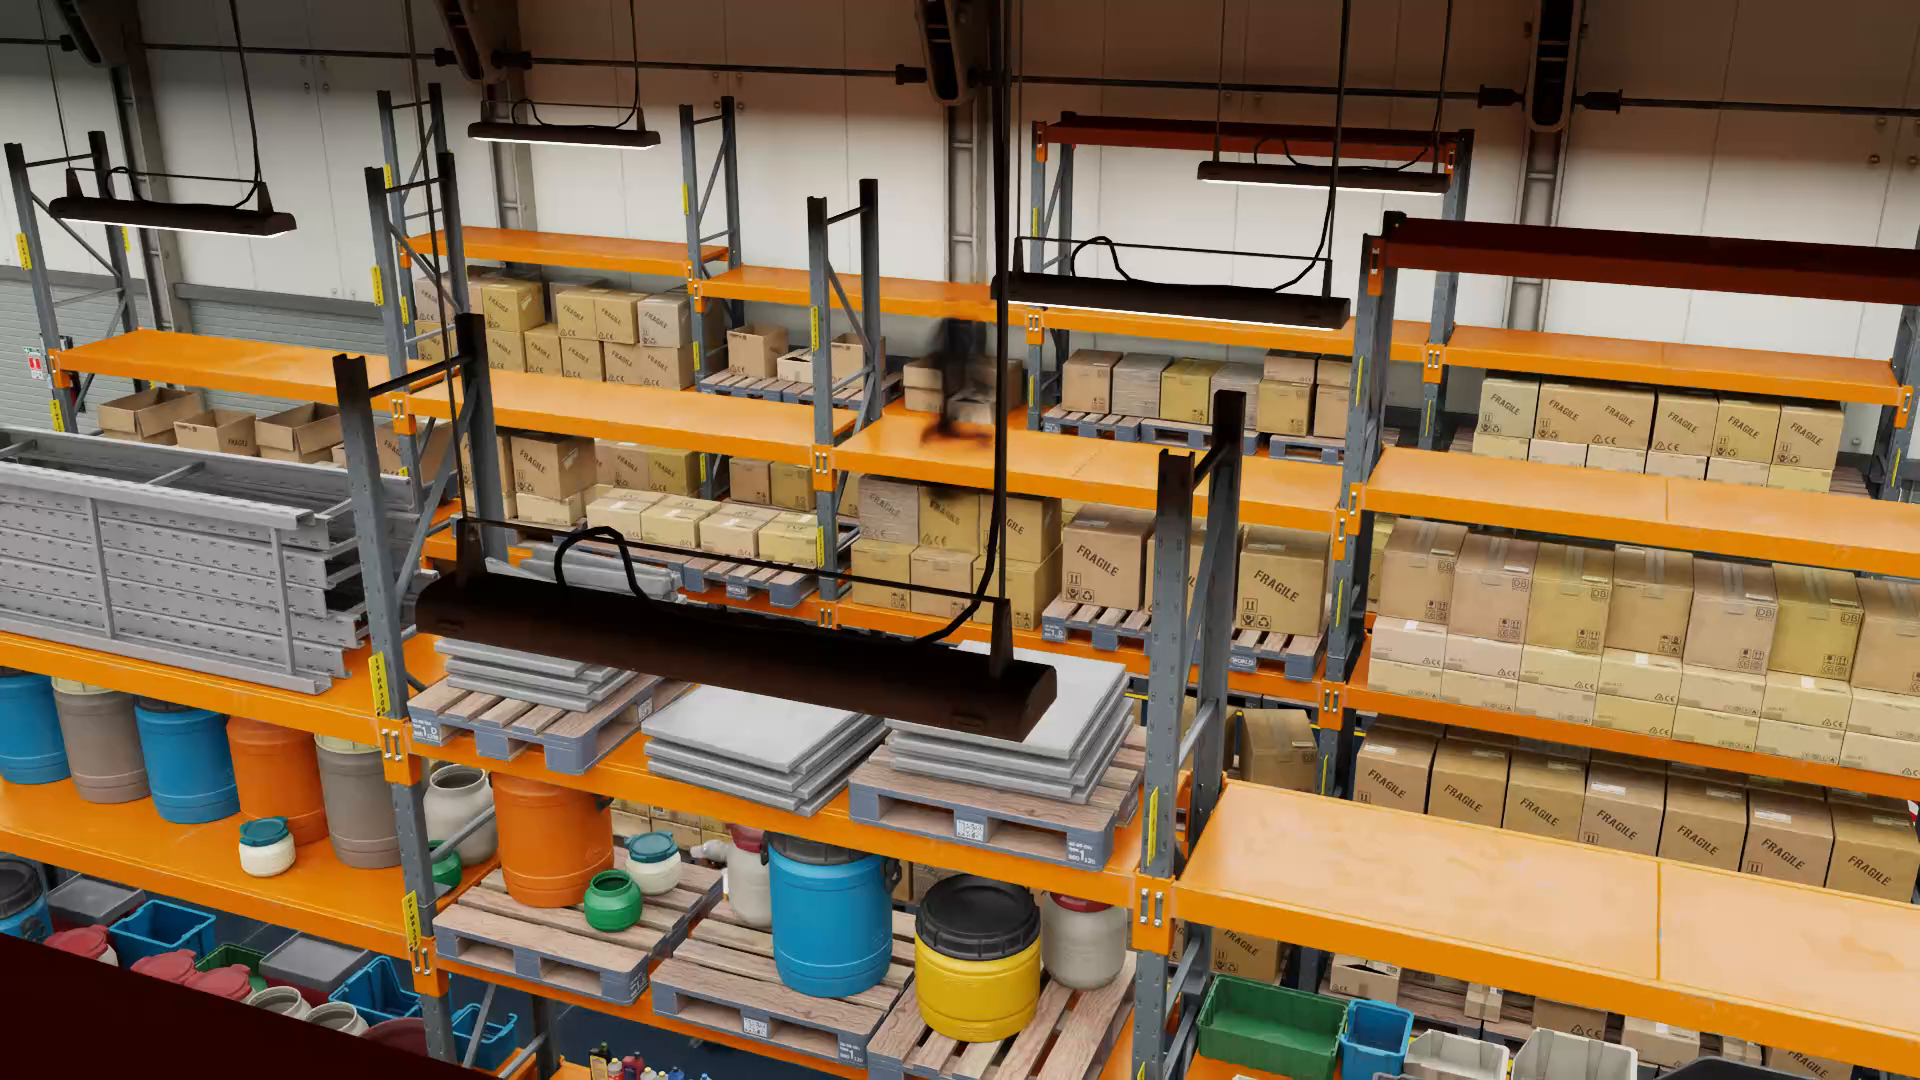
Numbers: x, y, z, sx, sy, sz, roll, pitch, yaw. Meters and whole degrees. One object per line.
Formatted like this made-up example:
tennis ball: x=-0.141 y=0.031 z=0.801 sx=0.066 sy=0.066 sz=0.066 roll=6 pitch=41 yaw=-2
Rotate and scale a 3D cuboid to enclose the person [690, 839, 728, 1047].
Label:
person: x=-1.740 y=2.995 z=12.244 sx=0.778 sy=1.758 sz=0.574 roll=6 pitch=22 yaw=15
